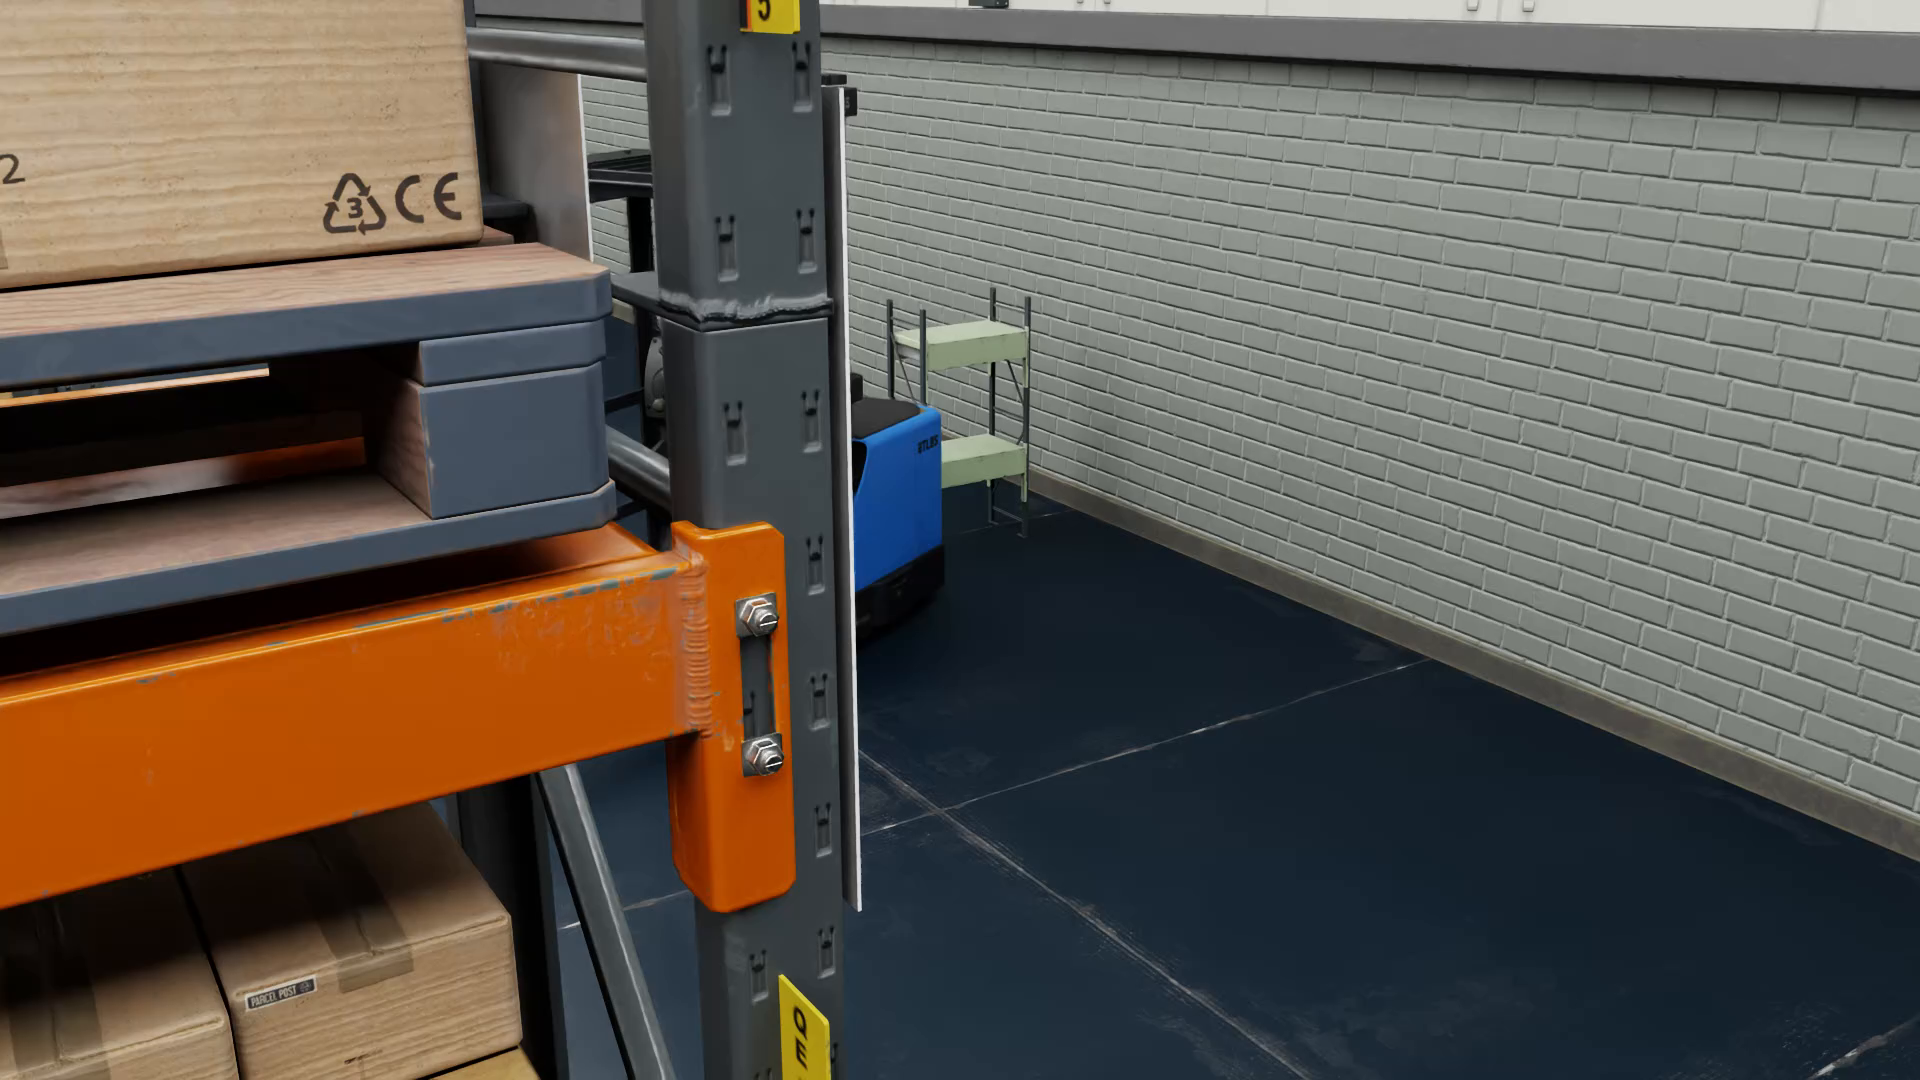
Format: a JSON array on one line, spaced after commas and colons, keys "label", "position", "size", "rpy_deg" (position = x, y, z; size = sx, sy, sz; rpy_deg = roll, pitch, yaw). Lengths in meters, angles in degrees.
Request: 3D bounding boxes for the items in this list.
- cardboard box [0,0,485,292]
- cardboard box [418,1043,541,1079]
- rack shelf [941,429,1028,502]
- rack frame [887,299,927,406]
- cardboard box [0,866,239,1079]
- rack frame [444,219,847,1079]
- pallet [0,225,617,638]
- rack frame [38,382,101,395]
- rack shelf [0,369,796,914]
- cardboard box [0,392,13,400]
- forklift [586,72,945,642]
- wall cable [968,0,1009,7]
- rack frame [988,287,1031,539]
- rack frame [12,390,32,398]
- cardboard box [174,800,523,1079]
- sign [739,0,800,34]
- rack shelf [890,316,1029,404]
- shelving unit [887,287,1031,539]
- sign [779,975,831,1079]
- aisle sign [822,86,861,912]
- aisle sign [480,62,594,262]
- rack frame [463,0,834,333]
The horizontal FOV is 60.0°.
[{"label": "cardboard box", "position": [-0.764, -0.390, 1.454], "size": [0.500, 0.250, 0.500], "rpy_deg": [-14, 23, -36]}, {"label": "cardboard box", "position": [-0.710, 0.730, 1.683], "size": [0.500, 0.500, 0.500], "rpy_deg": [-11, 22, -30]}, {"label": "rack shelf", "position": [-0.006, -0.400, 10.106], "size": [0.720, 0.370, 0.431], "rpy_deg": [-12, 22, -31]}, {"label": "rack frame", "position": [-0.311, -0.645, 9.810], "size": [0.023, 1.500, 0.400], "rpy_deg": [-12, 22, -31]}, {"label": "cardboard box", "position": [-0.827, 0.442, 1.522], "size": [0.250, 0.149, 0.380], "rpy_deg": [-11, 22, -30]}, {"label": "rack frame", "position": [-0.438, 1.103, 2.299], "size": [0.127, 3.000, 1.000], "rpy_deg": [-12, 22, -31]}, {"label": "pallet", "position": [-1.052, -0.143, 1.438], "size": [1.213, 0.211, 1.003], "rpy_deg": [-12, 22, -31]}, {"label": "rack frame", "position": [-3.245, -0.203, 6.163], "size": [0.127, 3.000, 1.000], "rpy_deg": [-12, 22, -31]}, {"label": "rack shelf", "position": [-2.108, 0.375, 0.892], "size": [4.000, 0.370, 1.077], "rpy_deg": [-12, 22, -31]}, {"label": "cardboard box", "position": [-3.490, -0.718, 5.504], "size": [0.500, 0.500, 0.500], "rpy_deg": [-12, 22, -32]}, {"label": "forklift", "position": [-1.244, -0.753, 7.897], "size": [1.130, 2.935, 3.031], "rpy_deg": [10, 21, 28]}, {"label": "wall cable", "position": [0.730, -5.988, 8.883], "size": [0.120, 5.999, 2.277], "rpy_deg": [-12, 22, -31]}, {"label": "rack frame", "position": [0.300, -0.774, 10.192], "size": [0.023, 1.500, 0.400], "rpy_deg": [-12, 22, -31]}, {"label": "rack frame", "position": [-5.888, -1.548, 10.140], "size": [0.127, 3.000, 1.000], "rpy_deg": [-12, 22, -31]}, {"label": "cardboard box", "position": [-0.628, 0.391, 1.674], "size": [0.250, 0.149, 0.380], "rpy_deg": [-12, 22, -31]}, {"label": "sign", "position": [-0.151, -0.552, 1.253], "size": [0.005, 0.325, 0.100], "rpy_deg": [-12, 22, -31]}, {"label": "rack shelf", "position": [-0.006, -1.079, 9.876], "size": [0.720, 0.370, 0.431], "rpy_deg": [-12, 22, -31]}, {"label": "shelving unit", "position": [-0.006, -0.709, 10.001], "size": [0.755, 1.500, 0.431], "rpy_deg": [-12, 22, -31]}, {"label": "sign", "position": [-0.151, 0.590, 1.639], "size": [0.005, 0.325, 0.100], "rpy_deg": [-12, 22, -31]}, {"label": "aisle sign", "position": [-0.208, -0.058, 1.675], "size": [0.004, 0.787, 0.394], "rpy_deg": [-12, 22, -31]}, {"label": "aisle sign", "position": [-0.537, -0.219, 2.150], "size": [0.004, 0.787, 0.394], "rpy_deg": [-12, 22, -31]}, {"label": "rack frame", "position": [-0.438, -1.739, 1.338], "size": [0.127, 3.000, 1.000], "rpy_deg": [-12, 22, -31]}]
